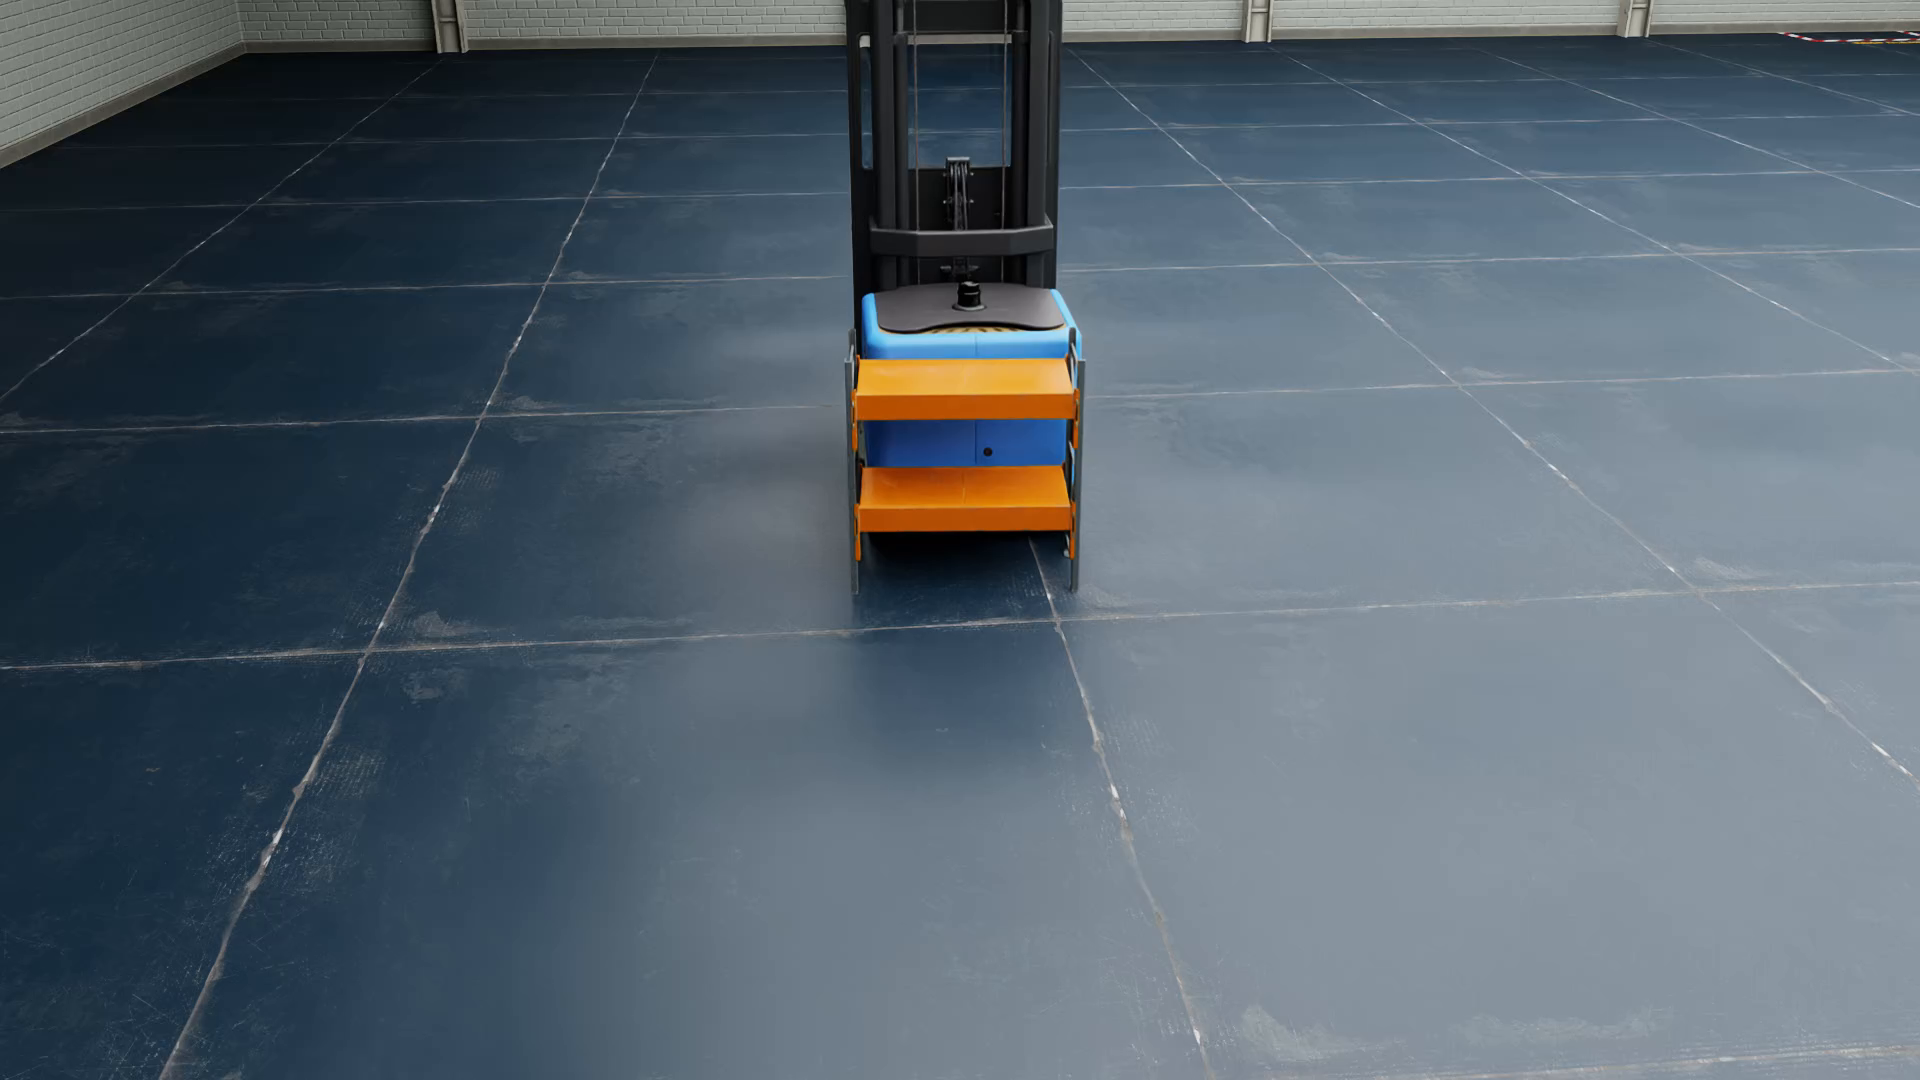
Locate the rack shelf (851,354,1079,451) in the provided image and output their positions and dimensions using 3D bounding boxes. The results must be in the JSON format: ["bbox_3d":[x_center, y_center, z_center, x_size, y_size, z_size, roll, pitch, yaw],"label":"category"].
[{"bbox_3d":[0.017,-0.633,7.568,1.000,0.278,0.538,-1,24,-1],"label":"rack shelf"}]

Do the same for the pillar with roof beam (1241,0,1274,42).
[{"bbox_3d":[4.944,-10.005,19.681,0.400,9.000,9.100,-2,24,-5],"label":"pillar with roof beam"}]

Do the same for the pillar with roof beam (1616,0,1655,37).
[{"bbox_3d":[10.915,-10.245,20.219,0.400,9.000,9.100,-2,24,-5],"label":"pillar with roof beam"}]

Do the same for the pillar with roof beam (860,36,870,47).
[{"bbox_3d":[-1.027,-9.766,19.142,0.400,9.000,9.100,-2,24,-5],"label":"pillar with roof beam"}]

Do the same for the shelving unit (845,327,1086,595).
[{"bbox_3d":[0.017,-0.365,7.686,1.048,1.125,0.538,-1,24,-1],"label":"shelving unit"}]

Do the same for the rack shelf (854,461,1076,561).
[{"bbox_3d":[0.017,-0.142,7.786,1.000,0.278,0.538,-1,24,-1],"label":"rack shelf"}]

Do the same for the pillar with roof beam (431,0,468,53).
[{"bbox_3d":[-6.998,-9.526,18.603,0.400,9.000,9.100,-2,24,-5],"label":"pillar with roof beam"}]

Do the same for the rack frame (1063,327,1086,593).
[{"bbox_3d":[0.526,-0.370,7.698,0.032,1.125,0.500,-1,24,-1],"label":"rack frame"}]

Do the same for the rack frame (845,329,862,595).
[{"bbox_3d":[-0.491,-0.360,7.675,0.032,1.125,0.500,-1,24,-1],"label":"rack frame"}]

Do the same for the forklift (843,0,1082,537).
[{"bbox_3d":[-0.050,-1.914,8.947,1.130,2.935,3.031,-2,24,-4],"label":"forklift"}]
